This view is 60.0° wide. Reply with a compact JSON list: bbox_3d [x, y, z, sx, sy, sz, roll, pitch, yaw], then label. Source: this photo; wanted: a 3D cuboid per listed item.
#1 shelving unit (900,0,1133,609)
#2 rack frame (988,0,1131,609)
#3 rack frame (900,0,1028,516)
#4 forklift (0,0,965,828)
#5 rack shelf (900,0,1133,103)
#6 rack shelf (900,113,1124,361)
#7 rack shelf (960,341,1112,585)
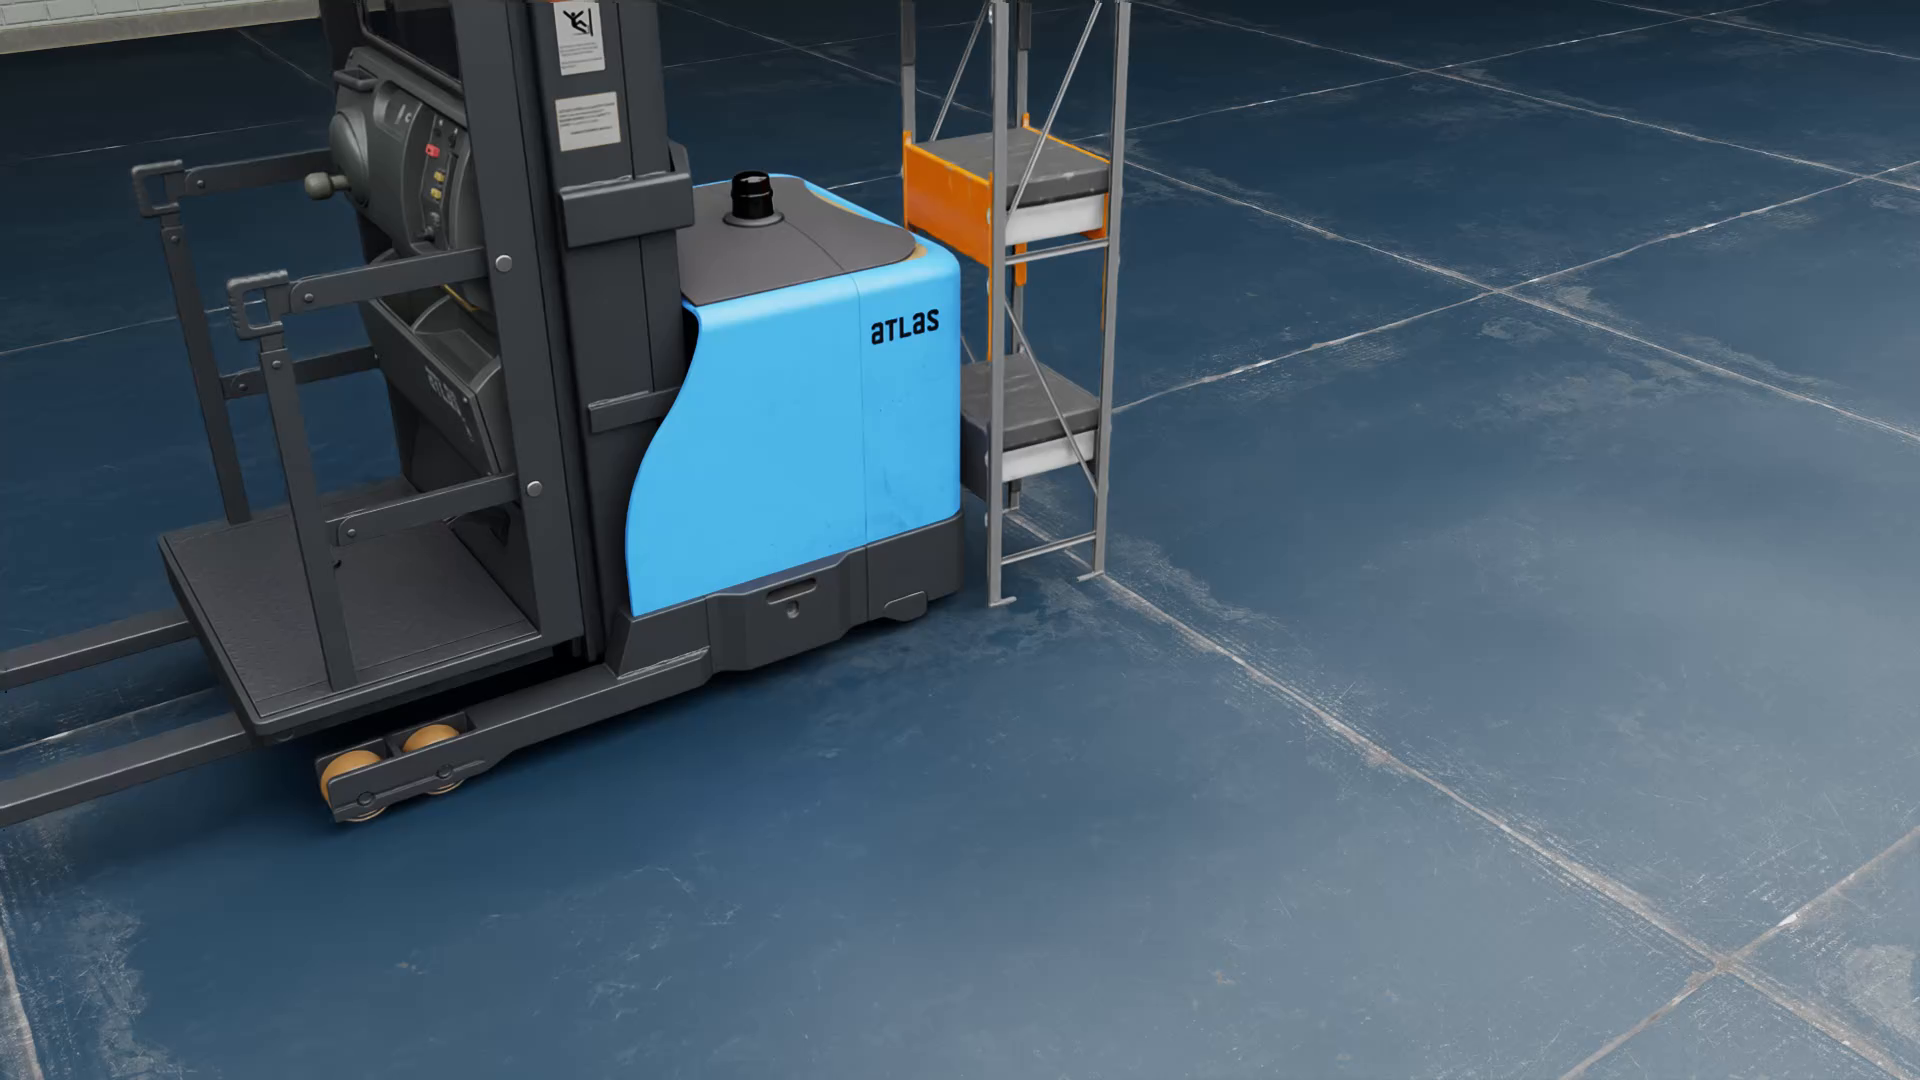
[{"bbox_3d":[0.138,-0.872,4.655,0.431,2.100,0.503,-15,32,-26],"label":"shelving unit"},{"bbox_3d":[0.260,-0.771,4.469,0.400,2.100,0.015,-15,32,-26],"label":"rack frame"},{"bbox_3d":[0.016,-0.973,4.841,0.400,2.100,0.015,-15,32,-26],"label":"rack frame"},{"bbox_3d":[-1.492,-0.899,3.834,3.031,2.935,1.130,-18,33,-29],"label":"forklift"},{"bbox_3d":[0.138,-1.475,4.327,0.431,0.518,0.480,-15,32,-26],"label":"rack shelf"},{"bbox_3d":[0.138,-0.860,4.661,0.431,0.518,0.480,-15,32,-26],"label":"rack shelf"},{"bbox_3d":[0.138,-0.244,4.995,0.431,0.518,0.480,-15,32,-26],"label":"rack shelf"}]
